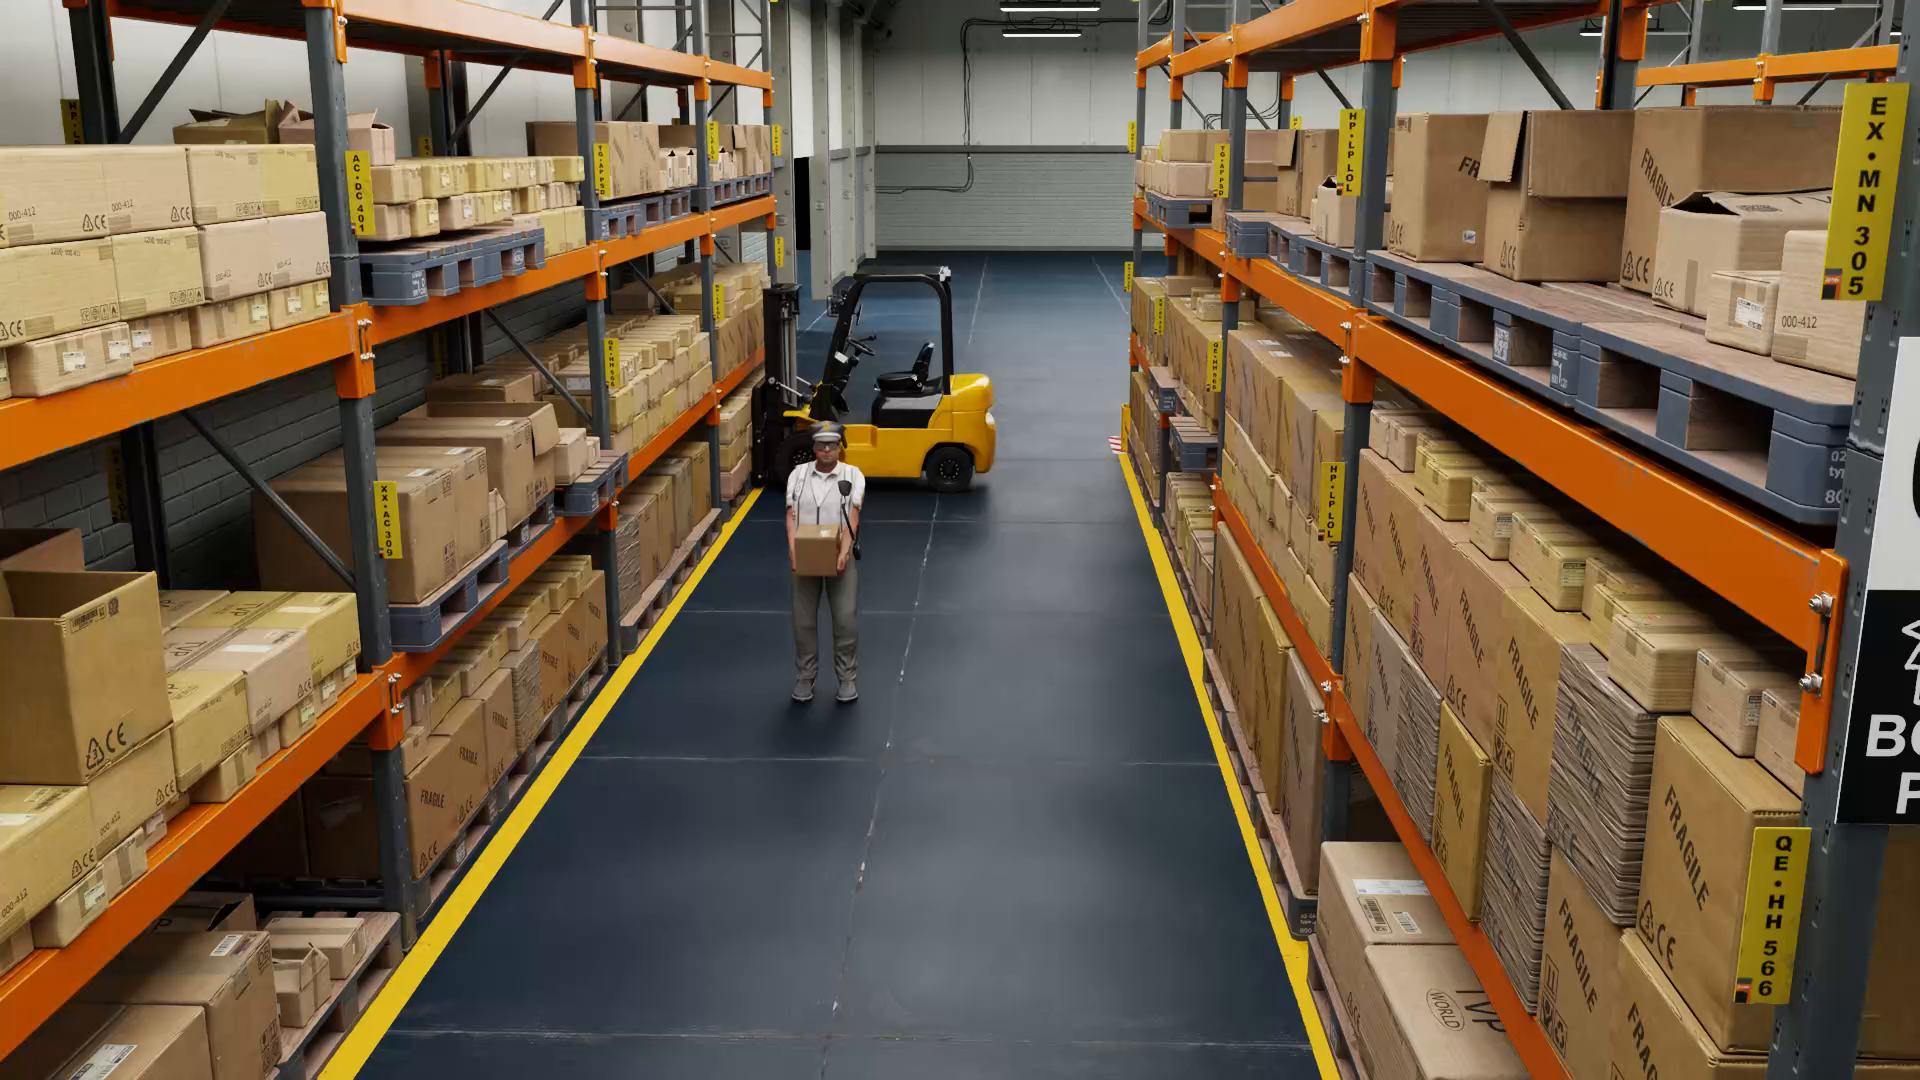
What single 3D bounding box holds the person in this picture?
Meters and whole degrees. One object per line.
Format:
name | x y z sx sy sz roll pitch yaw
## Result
person | -0.844 0.140 10.377 0.493 1.766 0.565 1 14 2
